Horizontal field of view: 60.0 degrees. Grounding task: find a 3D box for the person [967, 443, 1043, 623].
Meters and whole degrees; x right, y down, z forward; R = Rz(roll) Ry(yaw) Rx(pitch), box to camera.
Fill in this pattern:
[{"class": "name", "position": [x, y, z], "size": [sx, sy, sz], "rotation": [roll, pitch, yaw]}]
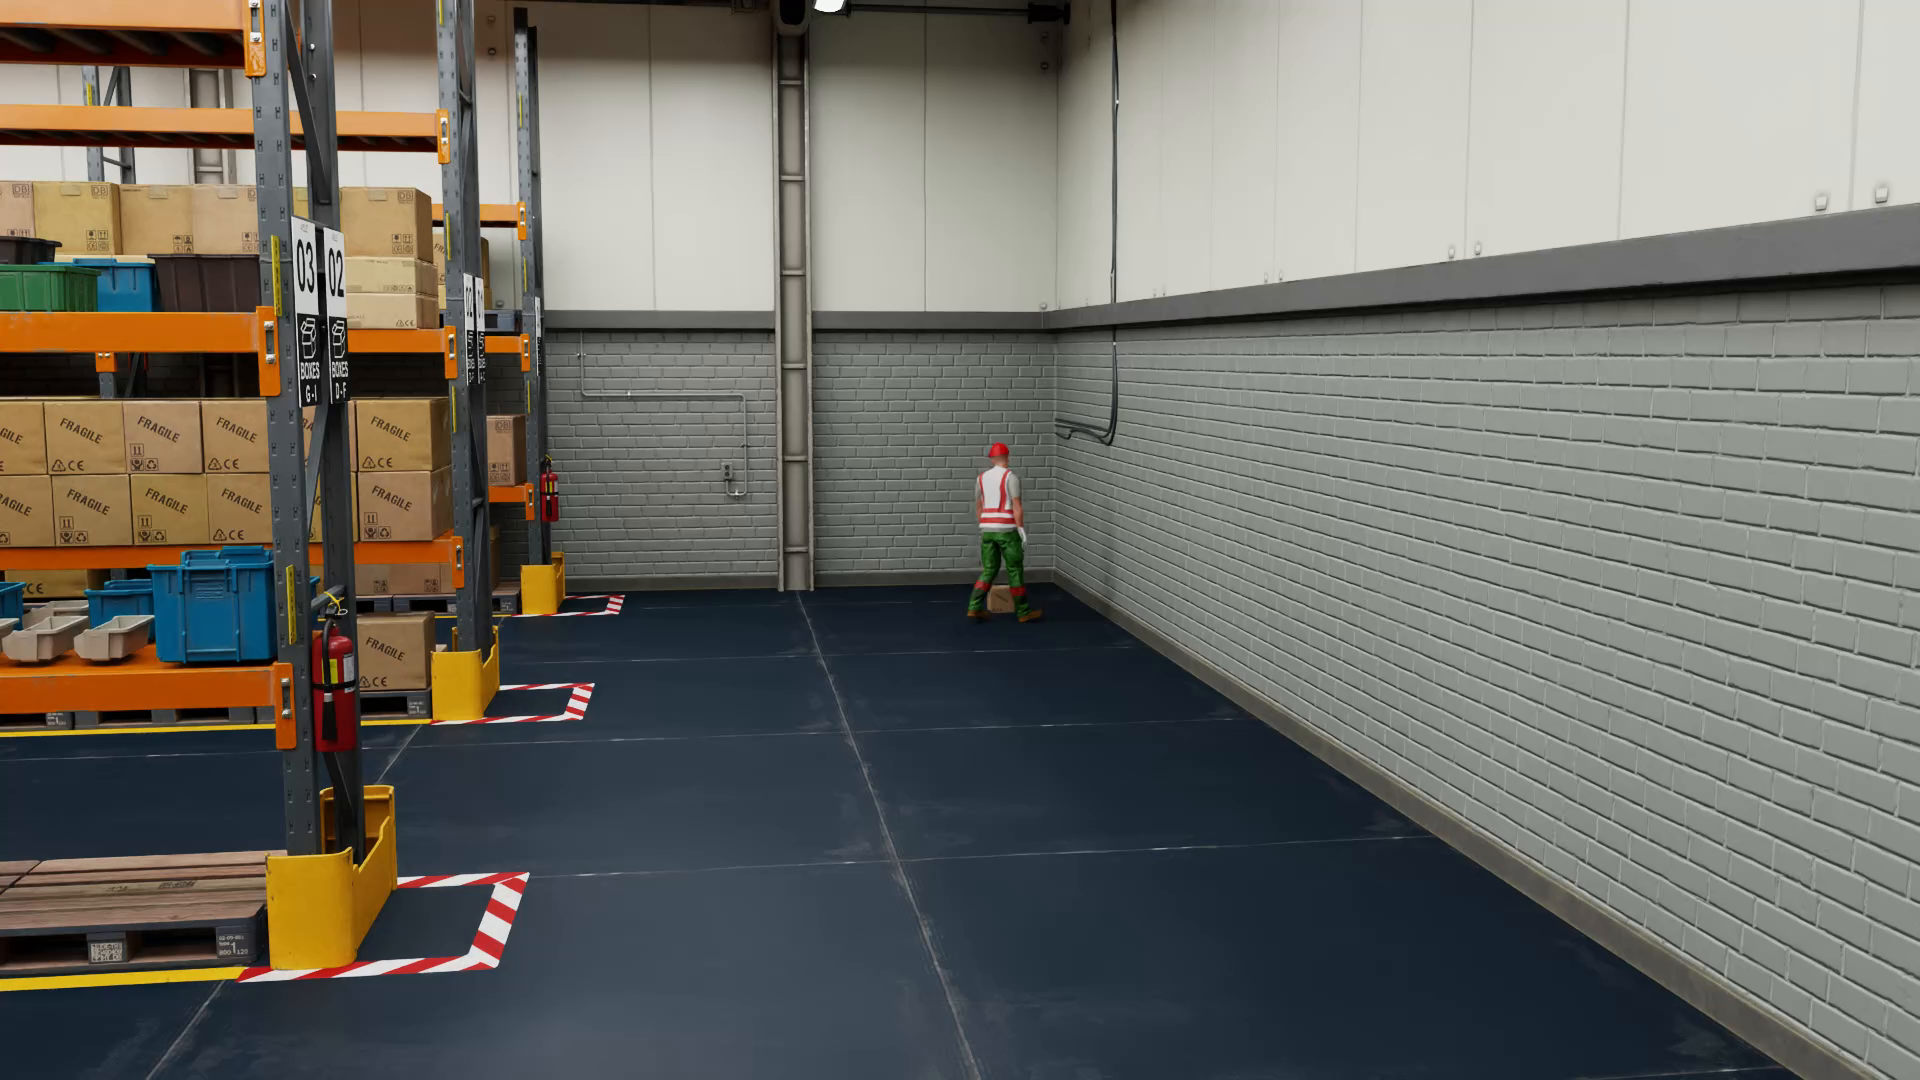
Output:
[{"class": "person", "position": [0.392, -0.072, 16.387], "size": [0.645, 1.764, 0.676], "rotation": [6, 9, 44]}]
